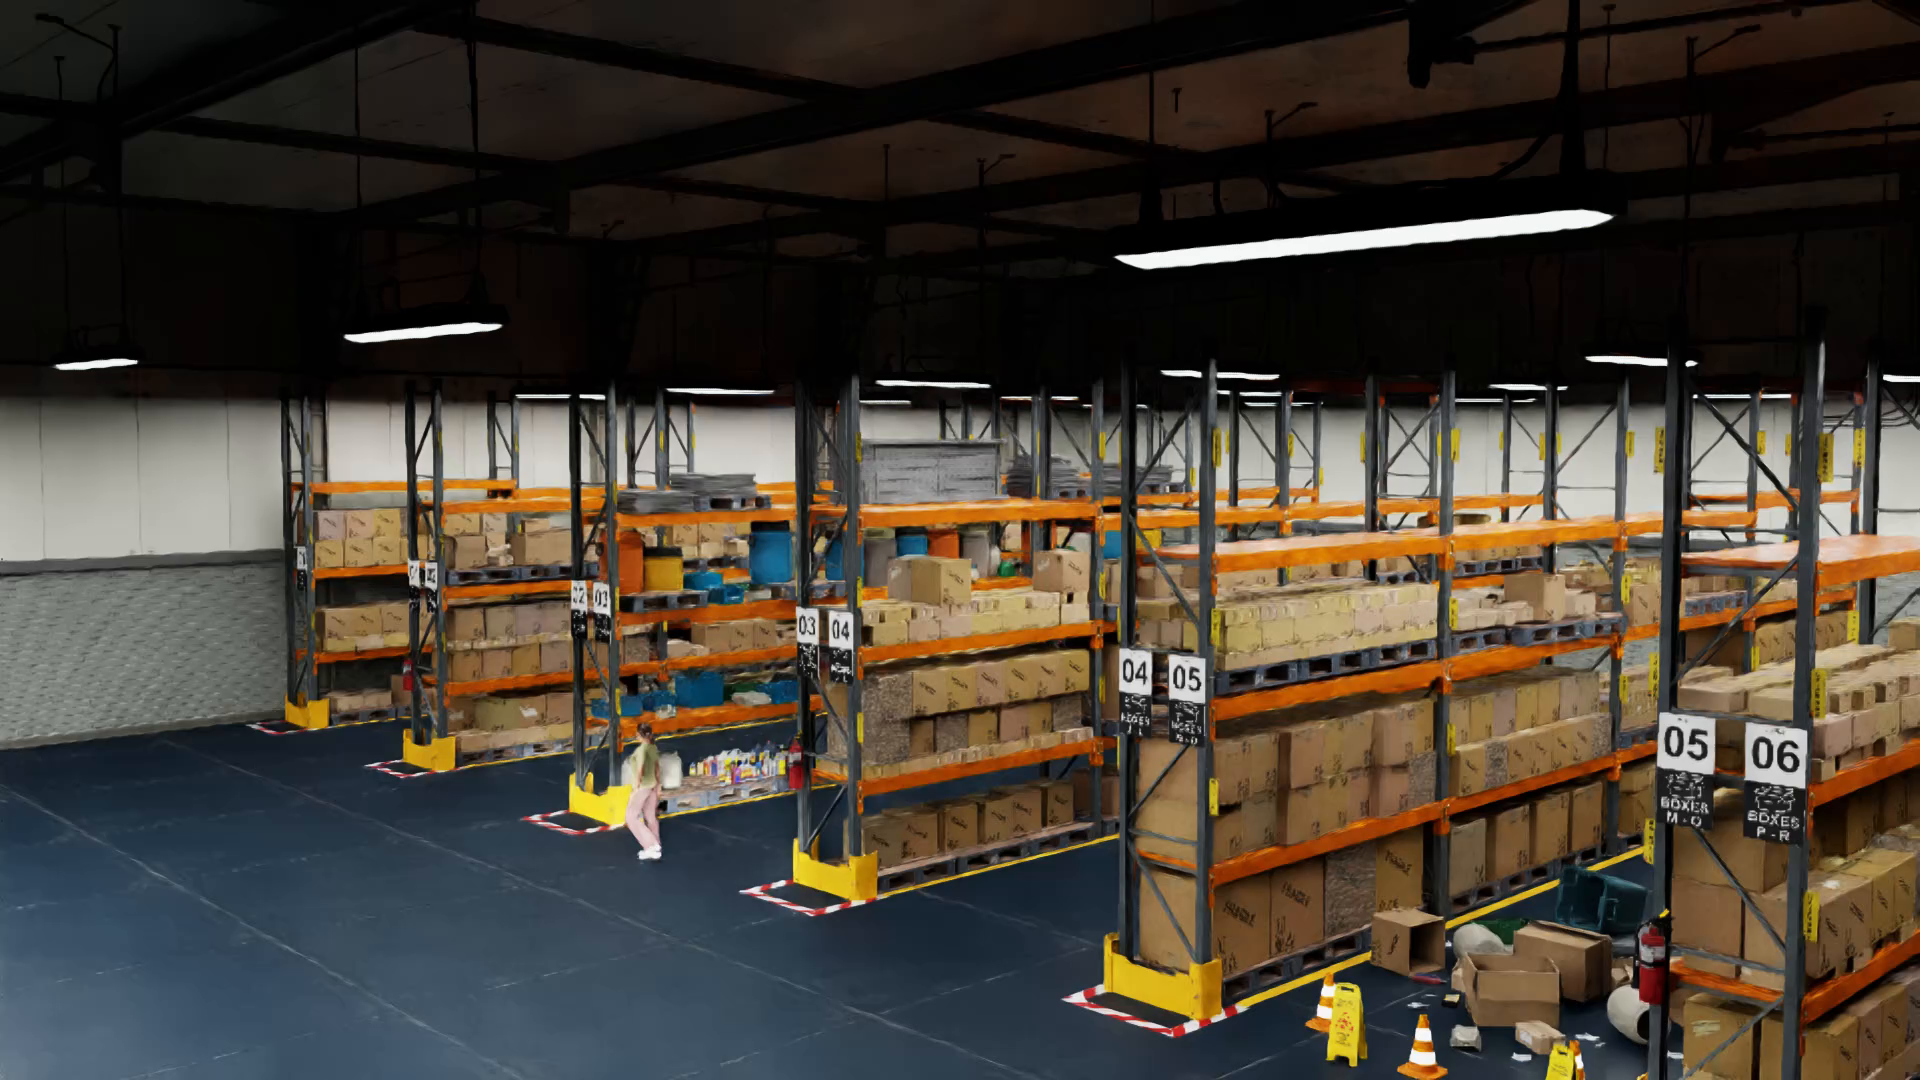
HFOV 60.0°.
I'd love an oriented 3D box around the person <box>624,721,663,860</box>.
[{"bbox_3d":[-3.799,3.033,20.134,0.446,1.668,0.617,1,4,15],"label":"person"}]
